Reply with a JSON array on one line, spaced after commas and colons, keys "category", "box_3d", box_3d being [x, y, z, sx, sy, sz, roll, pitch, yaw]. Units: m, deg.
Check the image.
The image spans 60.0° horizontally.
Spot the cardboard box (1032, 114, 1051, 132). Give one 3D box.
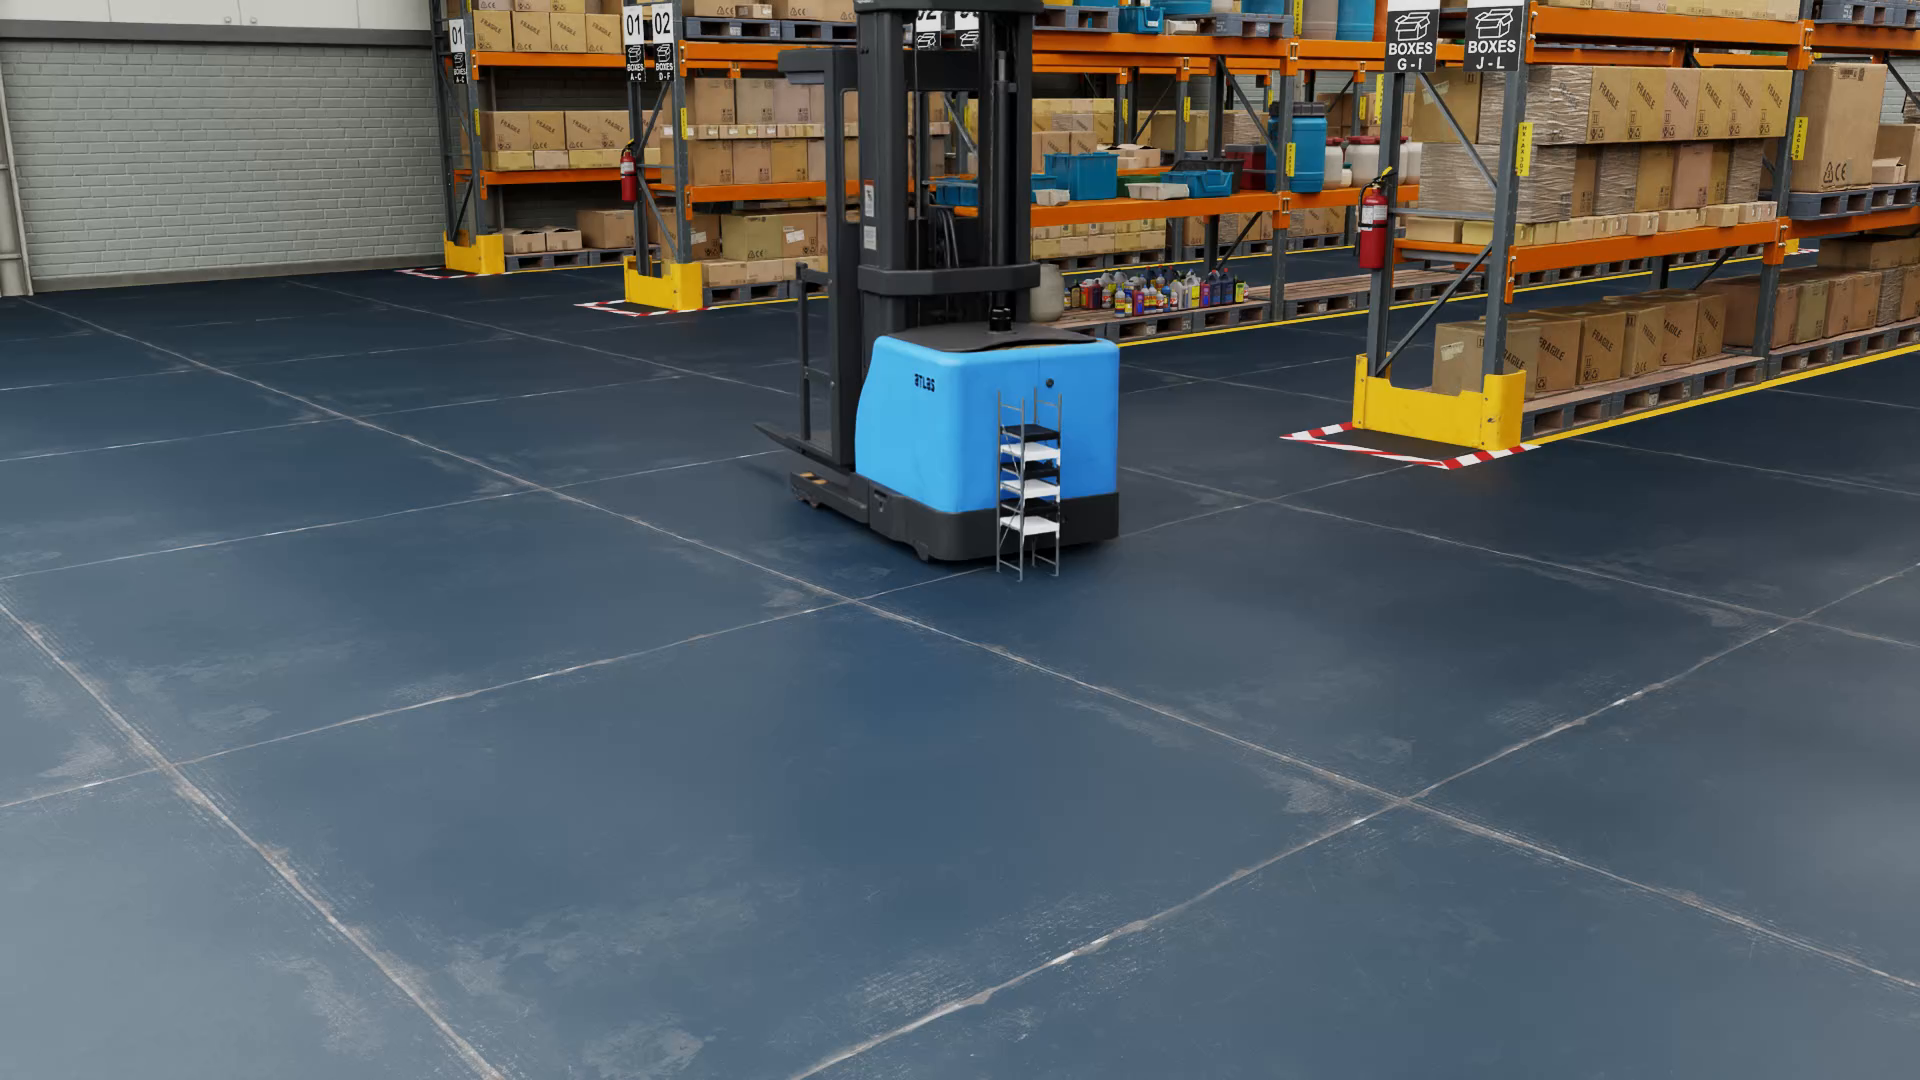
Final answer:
[{"category": "cardboard box", "box_3d": [1.182, -6.900, 27.960, 0.500, 0.500, 0.500, -12, 19, -38]}]

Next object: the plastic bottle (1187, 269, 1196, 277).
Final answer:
[{"category": "plastic bottle", "box_3d": [2.441, -2.725, 17.572, 0.097, 0.271, 0.097, 0, 15, 0]}]

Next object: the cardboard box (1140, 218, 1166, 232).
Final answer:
[{"category": "cardboard box", "box_3d": [2.504, -4.450, 23.026, 0.500, 0.311, 0.500, -12, 19, -38]}]

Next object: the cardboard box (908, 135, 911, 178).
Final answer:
[{"category": "cardboard box", "box_3d": [-1.004, -4.645, 20.134, 0.500, 0.500, 0.700, -13, 20, -40]}]

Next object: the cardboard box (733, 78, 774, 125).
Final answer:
[{"category": "cardboard box", "box_3d": [-2.503, -4.937, 18.713, 0.500, 0.500, 0.700, -13, 20, -41]}]

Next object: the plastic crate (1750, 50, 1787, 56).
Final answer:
[{"category": "plastic crate", "box_3d": [11.465, -6.956, 23.577, 0.336, 0.188, 0.450, -13, 19, -39]}]

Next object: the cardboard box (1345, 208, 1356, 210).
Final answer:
[{"category": "cardboard box", "box_3d": [5.999, -5.276, 26.680, 0.500, 0.500, 0.500, -13, 19, -39]}]

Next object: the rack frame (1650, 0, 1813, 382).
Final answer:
[{"category": "rack frame", "box_3d": [6.220, -2.835, 13.550, 0.127, 3.000, 1.000, -13, 19, -39]}]

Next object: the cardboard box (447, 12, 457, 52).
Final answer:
[{"category": "cardboard box", "box_3d": [-6.403, -6.677, 21.890, 0.500, 0.500, 0.500, -11, 18, -35]}]

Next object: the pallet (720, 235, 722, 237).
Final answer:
[{"category": "pallet", "box_3d": [-2.948, -4.513, 25.235, 1.213, 0.211, 1.003, -13, 19, -39]}]

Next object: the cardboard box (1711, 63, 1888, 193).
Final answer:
[{"category": "cardboard box", "box_3d": [6.912, -3.435, 13.820, 1.000, 1.000, 1.000, -12, 19, -39]}]

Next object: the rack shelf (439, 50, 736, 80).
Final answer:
[{"category": "rack shelf", "box_3d": [-5.043, -6.490, 22.818, 4.000, 0.370, 1.077, -13, 19, -39]}]

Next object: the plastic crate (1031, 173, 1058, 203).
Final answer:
[{"category": "plastic crate", "box_3d": [0.626, -3.301, 15.585, 0.408, 0.251, 0.499, -13, 19, -39]}]

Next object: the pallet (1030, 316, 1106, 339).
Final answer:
[{"category": "pallet", "box_3d": [0.594, -1.933, 15.577, 1.213, 0.211, 1.003, -13, 19, -39]}]

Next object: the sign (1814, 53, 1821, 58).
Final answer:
[{"category": "sign", "box_3d": [12.395, -7.126, 24.006, 0.005, 0.325, 0.100, -13, 19, -39]}]

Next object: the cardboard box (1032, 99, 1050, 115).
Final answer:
[{"category": "cardboard box", "box_3d": [1.156, -7.260, 27.856, 0.500, 0.250, 0.500, -13, 20, -40]}]

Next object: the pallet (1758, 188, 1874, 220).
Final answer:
[{"category": "pallet", "box_3d": [6.892, -2.843, 13.953, 1.213, 0.211, 1.003, -13, 19, -39]}]

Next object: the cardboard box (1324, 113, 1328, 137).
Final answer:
[{"category": "cardboard box", "box_3d": [5.251, -6.334, 25.641, 0.700, 0.500, 0.500, 8, 17, 28]}]

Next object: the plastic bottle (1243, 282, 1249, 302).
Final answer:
[{"category": "plastic bottle", "box_3d": [2.900, -2.537, 17.007, 0.097, 0.201, 0.097, 0, 15, 0]}]

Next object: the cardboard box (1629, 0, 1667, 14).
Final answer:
[{"category": "cardboard box", "box_3d": [4.497, -3.737, 11.405, 0.500, 0.250, 0.500, -13, 20, -40]}]

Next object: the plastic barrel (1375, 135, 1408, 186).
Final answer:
[{"category": "plastic barrel", "box_3d": [4.715, -4.182, 18.329, 0.433, 0.535, 0.433, 0, 15, 0]}]

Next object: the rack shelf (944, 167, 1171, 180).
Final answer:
[{"category": "rack shelf", "box_3d": [1.229, -4.755, 22.133, 4.000, 0.370, 1.077, -13, 19, -39]}]

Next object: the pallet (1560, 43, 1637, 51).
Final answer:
[{"category": "pallet", "box_3d": [7.623, -6.168, 20.581, 1.213, 0.211, 1.003, -13, 19, -39]}]

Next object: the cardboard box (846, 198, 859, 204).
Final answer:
[{"category": "cardboard box", "box_3d": [-1.847, -5.124, 26.110, 0.500, 0.500, 0.700, -13, 20, -40]}]

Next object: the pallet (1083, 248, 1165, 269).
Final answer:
[{"category": "pallet", "box_3d": [2.091, -3.962, 23.175, 1.213, 0.211, 1.003, -13, 19, -39]}]

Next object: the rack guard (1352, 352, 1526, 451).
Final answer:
[{"category": "rack guard", "box_3d": [3.260, -0.962, 11.384, 0.348, 0.500, 1.175, -13, 19, -39]}]

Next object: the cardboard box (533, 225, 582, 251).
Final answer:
[{"category": "cardboard box", "box_3d": [-5.541, -4.160, 22.868, 0.500, 0.311, 0.500, -11, 18, -35]}]

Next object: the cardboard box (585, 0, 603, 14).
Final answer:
[{"category": "cardboard box", "box_3d": [-5.223, -7.422, 22.740, 0.500, 0.500, 0.500, -13, 20, -39]}]

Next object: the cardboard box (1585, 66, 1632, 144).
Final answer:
[{"category": "cardboard box", "box_3d": [4.178, -2.956, 11.295, 0.500, 0.500, 0.500, -13, 19, -39]}]

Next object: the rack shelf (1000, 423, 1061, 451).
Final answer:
[{"category": "rack shelf", "box_3d": [0.329, -0.495, 7.942, 0.200, 0.077, 0.258, -8, 17, -28]}]

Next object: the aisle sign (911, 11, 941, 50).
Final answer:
[{"category": "aisle sign", "box_3d": [-0.298, -4.423, 14.458, 0.004, 0.787, 0.394, -13, 19, -39]}]

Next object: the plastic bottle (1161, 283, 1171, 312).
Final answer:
[{"category": "plastic bottle", "box_3d": [2.011, -2.372, 16.250, 0.097, 0.271, 0.097, 0, 15, 0]}]

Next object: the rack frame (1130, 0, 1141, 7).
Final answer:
[{"category": "rack frame", "box_3d": [2.738, -8.340, 22.535, 0.127, 3.000, 1.000, -13, 19, -39]}]

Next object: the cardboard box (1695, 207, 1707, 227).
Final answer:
[{"category": "cardboard box", "box_3d": [5.438, -2.468, 12.663, 0.250, 0.149, 0.380, -13, 19, -39]}]

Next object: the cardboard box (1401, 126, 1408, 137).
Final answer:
[{"category": "cardboard box", "box_3d": [6.703, -6.288, 26.285, 0.500, 0.500, 0.500, -12, 19, -38]}]

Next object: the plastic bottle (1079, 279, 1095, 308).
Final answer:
[{"category": "plastic bottle", "box_3d": [1.257, -2.452, 16.542, 0.135, 0.276, 0.152, -12, 19, -39]}]

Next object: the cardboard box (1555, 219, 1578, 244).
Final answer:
[{"category": "cardboard box", "box_3d": [3.974, -2.116, 11.345, 0.250, 0.149, 0.380, -13, 19, -39]}]

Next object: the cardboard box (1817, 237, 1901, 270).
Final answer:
[{"category": "cardboard box", "box_3d": [8.359, -2.668, 15.465, 0.500, 0.250, 0.500, -10, 18, -33]}]

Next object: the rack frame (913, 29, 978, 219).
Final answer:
[{"category": "rack frame", "box_3d": [-0.048, -3.121, 14.623, 0.127, 3.000, 1.000, -13, 19, -39]}]

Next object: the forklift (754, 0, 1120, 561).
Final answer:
[{"category": "forklift", "box_3d": [-0.320, -1.643, 9.222, 1.130, 2.935, 3.031, -8, 17, -27]}]

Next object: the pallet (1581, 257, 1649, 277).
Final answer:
[{"category": "pallet", "box_3d": [8.395, -3.684, 22.134, 1.213, 0.211, 1.003, -13, 19, -39]}]

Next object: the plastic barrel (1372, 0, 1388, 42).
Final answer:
[{"category": "plastic barrel", "box_3d": [4.731, -5.926, 18.477, 0.708, 0.830, 0.600, -13, 19, -39]}]

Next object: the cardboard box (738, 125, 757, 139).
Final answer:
[{"category": "cardboard box", "box_3d": [-2.473, -4.560, 18.557, 0.250, 0.149, 0.380, -13, 19, -39]}]

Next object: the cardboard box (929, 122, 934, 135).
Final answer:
[{"category": "cardboard box", "box_3d": [-0.532, -4.996, 20.192, 0.250, 0.149, 0.380, -13, 20, -41]}]

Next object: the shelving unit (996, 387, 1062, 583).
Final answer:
[{"category": "shelving unit", "box_3d": [0.329, -0.266, 8.003, 0.210, 0.900, 0.258, -8, 17, -28]}]

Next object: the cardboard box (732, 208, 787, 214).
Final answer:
[{"category": "cardboard box", "box_3d": [-2.343, -3.644, 19.641, 0.500, 0.500, 0.500, -13, 19, -39]}]

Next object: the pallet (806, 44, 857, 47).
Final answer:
[{"category": "pallet", "box_3d": [-2.218, -7.346, 24.991, 1.003, 0.211, 1.213, -13, 19, -39]}]

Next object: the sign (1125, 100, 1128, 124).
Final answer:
[{"category": "sign", "box_3d": [2.375, -6.067, 23.559, 0.005, 0.325, 0.100, -13, 19, -39]}]

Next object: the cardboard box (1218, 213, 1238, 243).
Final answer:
[{"category": "cardboard box", "box_3d": [3.660, -4.558, 23.991, 0.500, 0.500, 0.500, -14, 20, -41]}]

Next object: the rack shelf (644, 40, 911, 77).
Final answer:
[{"category": "rack shelf", "box_3d": [-1.788, -5.527, 19.210, 4.000, 0.370, 1.077, -13, 19, -39]}]

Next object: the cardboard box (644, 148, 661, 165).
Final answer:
[{"category": "cardboard box", "box_3d": [-4.443, -5.355, 23.235, 0.500, 0.250, 0.500, -13, 20, -40]}]

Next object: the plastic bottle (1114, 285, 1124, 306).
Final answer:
[{"category": "plastic bottle", "box_3d": [1.597, -2.452, 16.687, 0.097, 0.201, 0.097, 0, 15, 0]}]

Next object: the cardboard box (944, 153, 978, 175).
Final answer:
[{"category": "cardboard box", "box_3d": [0.063, -4.783, 21.136, 0.500, 0.250, 0.500, -11, 19, -36]}]

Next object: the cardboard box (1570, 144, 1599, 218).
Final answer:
[{"category": "cardboard box", "box_3d": [3.934, -2.545, 11.695, 0.500, 0.500, 0.875, -13, 19, -39]}]

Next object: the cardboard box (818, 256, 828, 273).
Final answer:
[{"category": "cardboard box", "box_3d": [-1.614, -3.262, 19.664, 0.500, 0.250, 0.500, -13, 19, -39]}]
